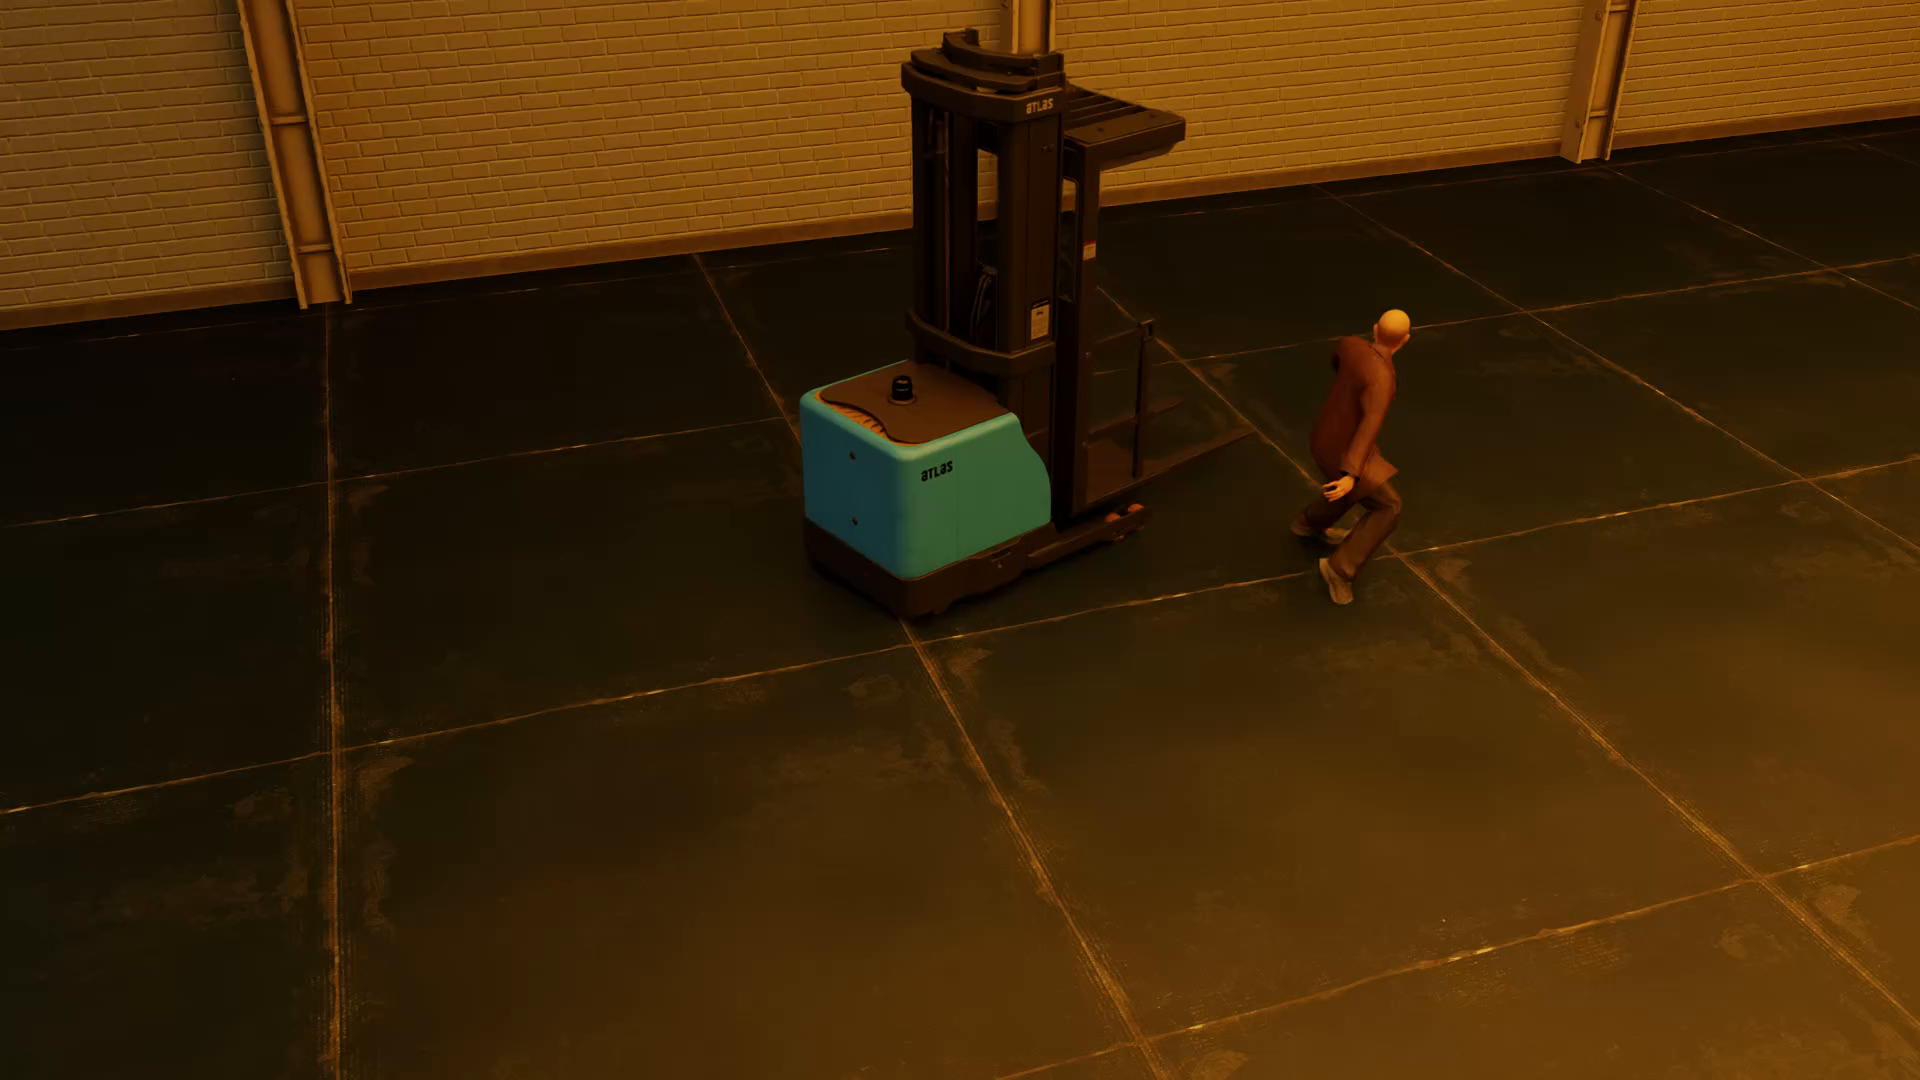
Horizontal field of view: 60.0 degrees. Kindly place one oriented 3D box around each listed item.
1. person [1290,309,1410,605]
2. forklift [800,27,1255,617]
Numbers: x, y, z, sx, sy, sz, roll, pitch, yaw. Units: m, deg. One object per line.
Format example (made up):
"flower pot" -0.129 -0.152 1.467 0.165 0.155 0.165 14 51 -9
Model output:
"person" 2.234 -0.470 9.333 0.571 1.701 1.078 1 30 1
"forklift" 0.544 -1.443 9.596 3.031 2.935 1.130 -22 37 -34
